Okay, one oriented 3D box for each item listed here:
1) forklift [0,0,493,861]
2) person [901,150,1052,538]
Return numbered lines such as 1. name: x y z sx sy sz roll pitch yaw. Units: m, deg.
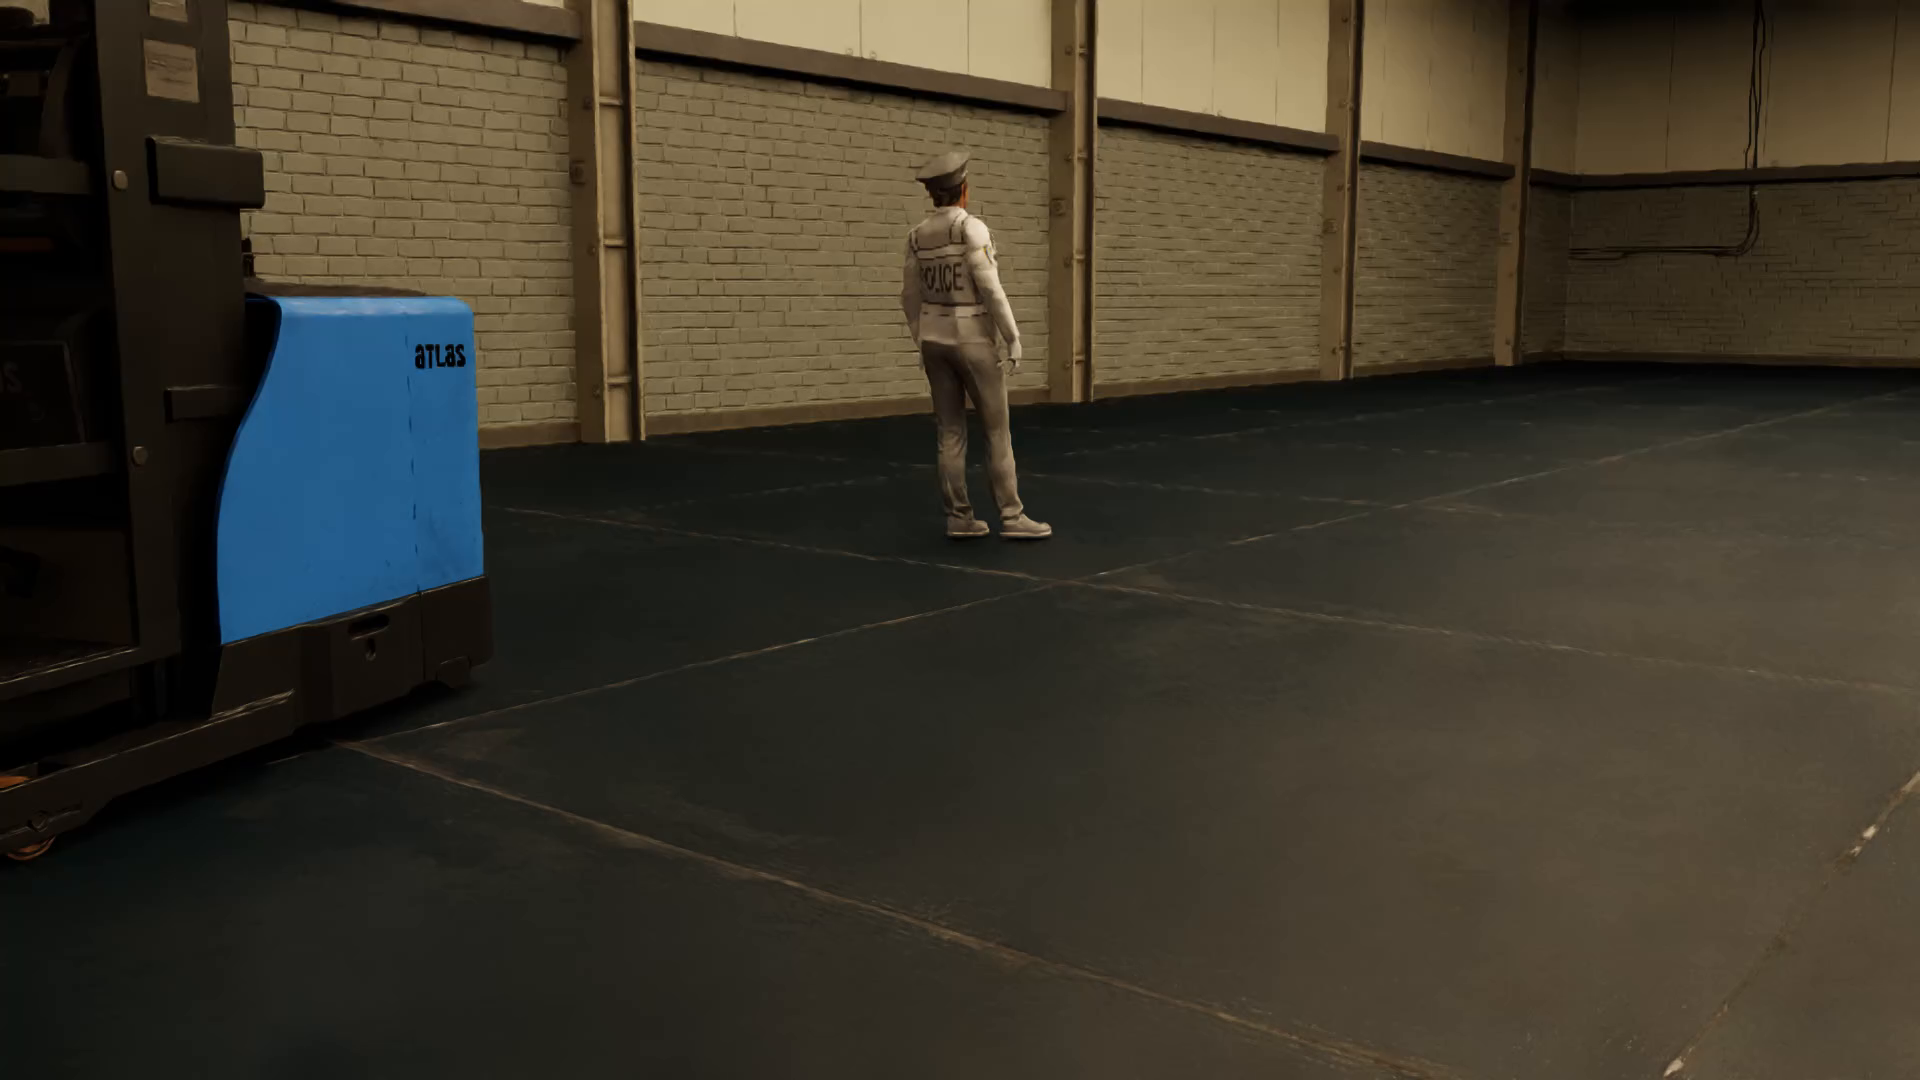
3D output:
1. forklift: -2.262 -0.873 3.246 1.130 2.935 3.031 3 9 19
2. person: 0.048 -0.853 7.329 0.586 1.695 0.532 7 11 38
